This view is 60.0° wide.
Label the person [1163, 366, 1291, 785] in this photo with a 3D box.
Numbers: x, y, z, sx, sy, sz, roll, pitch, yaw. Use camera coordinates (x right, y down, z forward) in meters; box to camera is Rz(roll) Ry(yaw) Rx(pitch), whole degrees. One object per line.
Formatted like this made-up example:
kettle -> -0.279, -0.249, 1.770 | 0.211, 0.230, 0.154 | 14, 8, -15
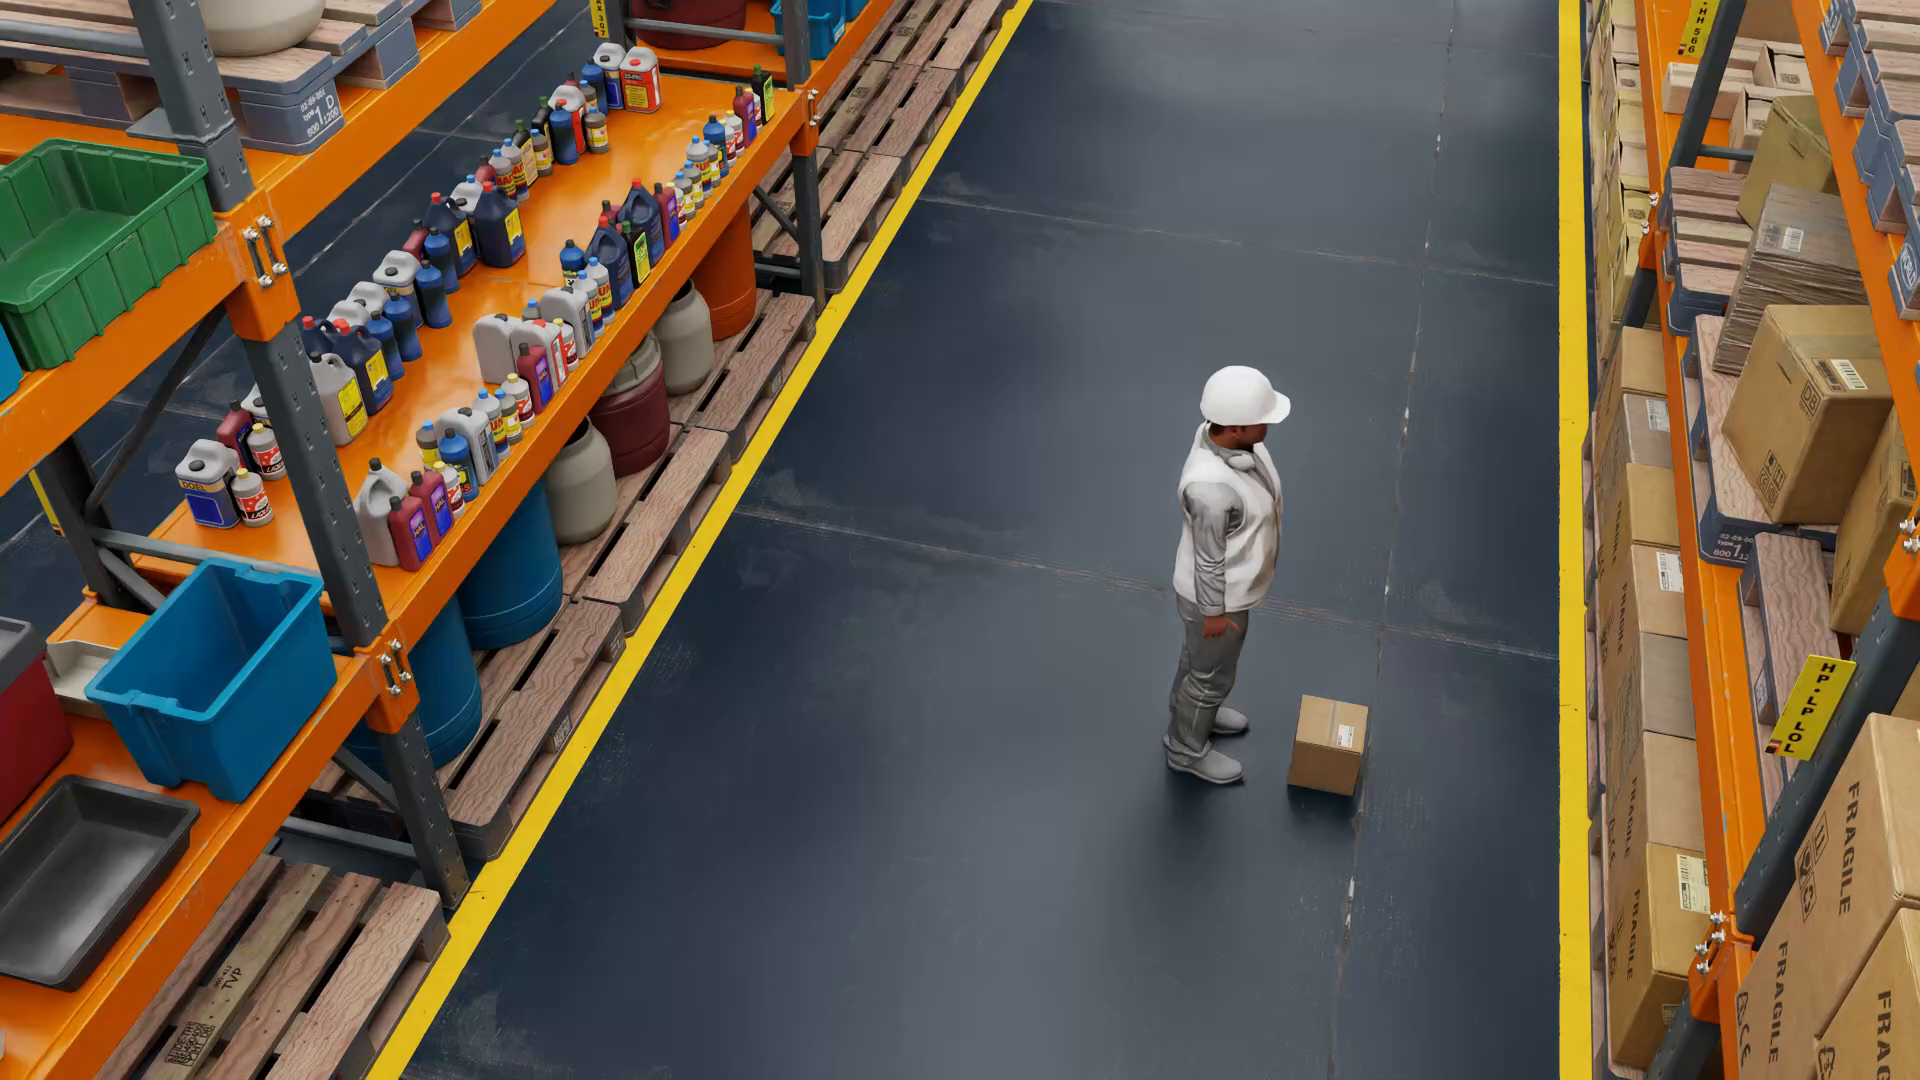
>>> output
person -> 0.955, 0.125, 5.997 | 0.375, 1.781, 0.536 | 11, 42, 12
